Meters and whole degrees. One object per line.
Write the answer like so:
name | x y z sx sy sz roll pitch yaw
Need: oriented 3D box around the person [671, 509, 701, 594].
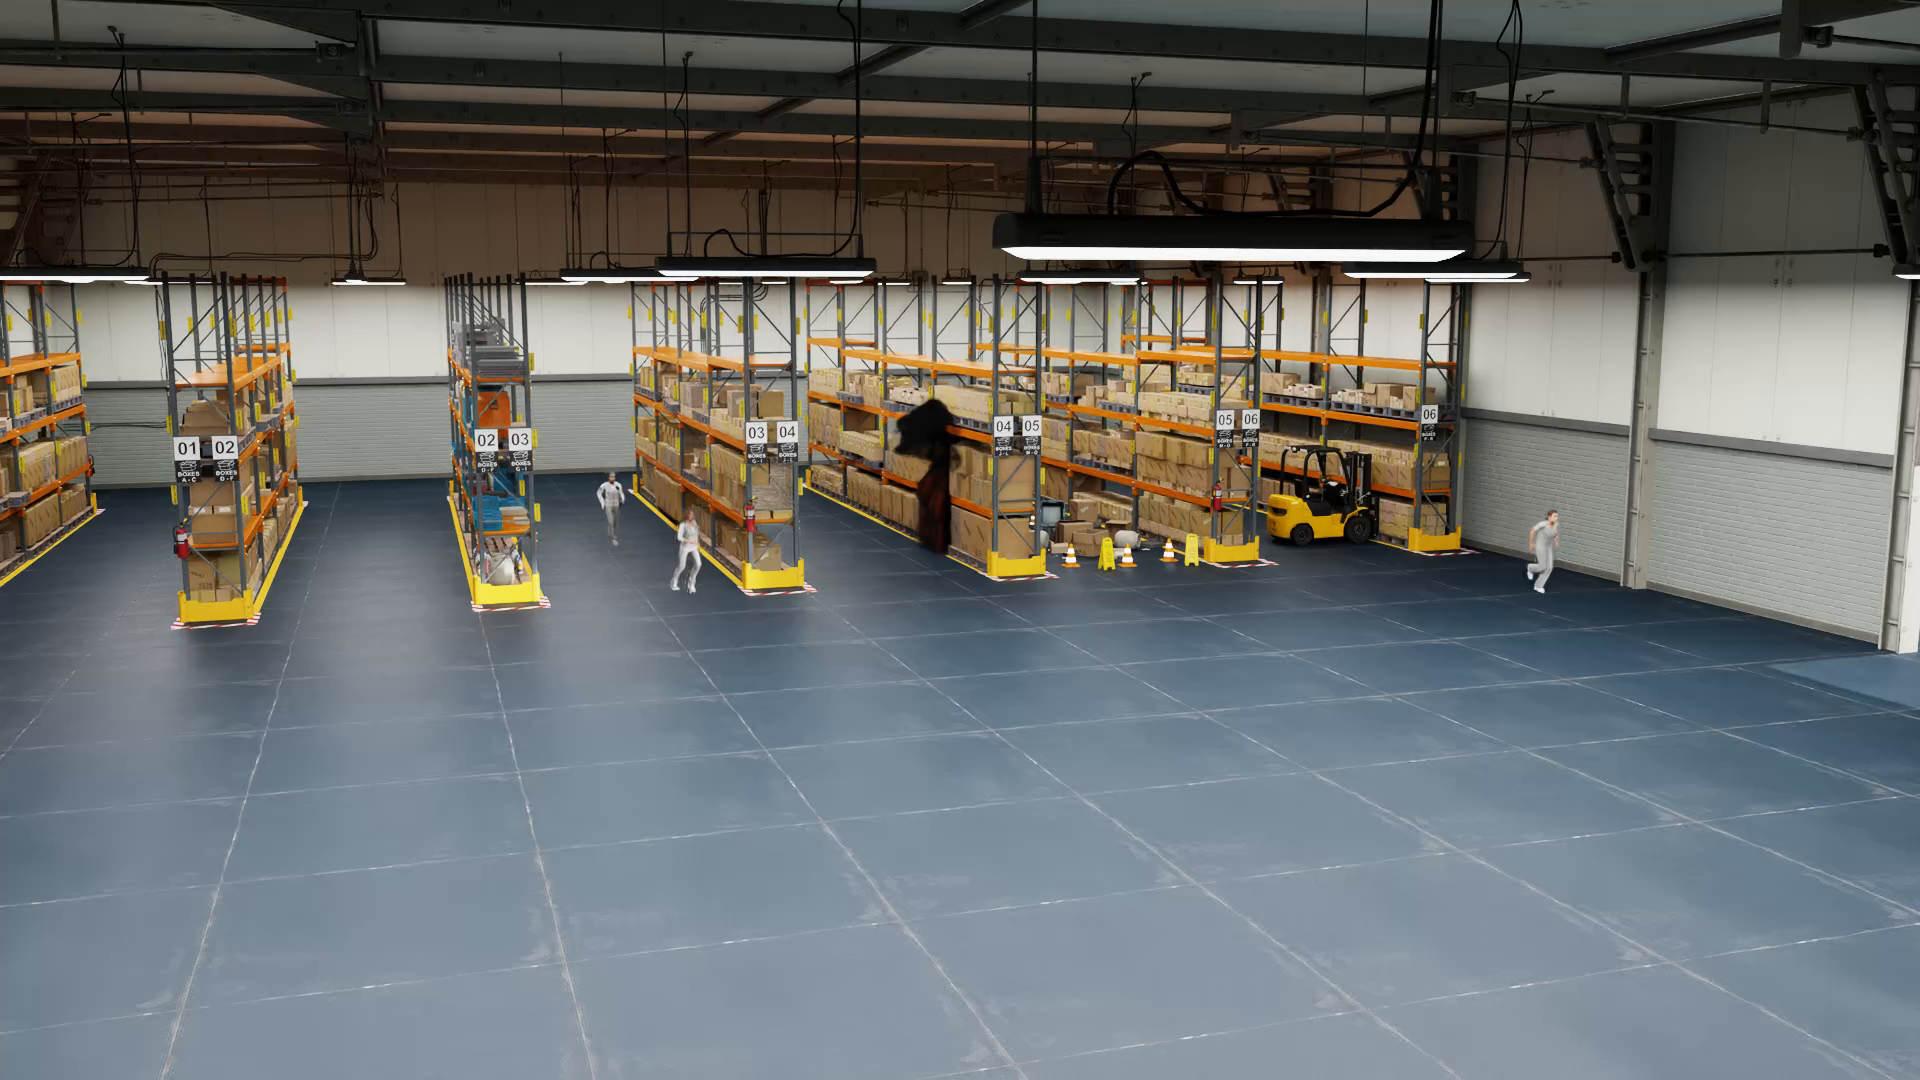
person | -5.128 0.213 31.464 0.572 1.622 0.689 -8 12 -43

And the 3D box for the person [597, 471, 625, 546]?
person | -7.895 -0.750 37.593 0.600 1.678 0.843 -4 10 -27

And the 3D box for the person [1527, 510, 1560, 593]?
person | 11.097 0.192 31.673 0.556 1.602 0.711 -4 9 -23
